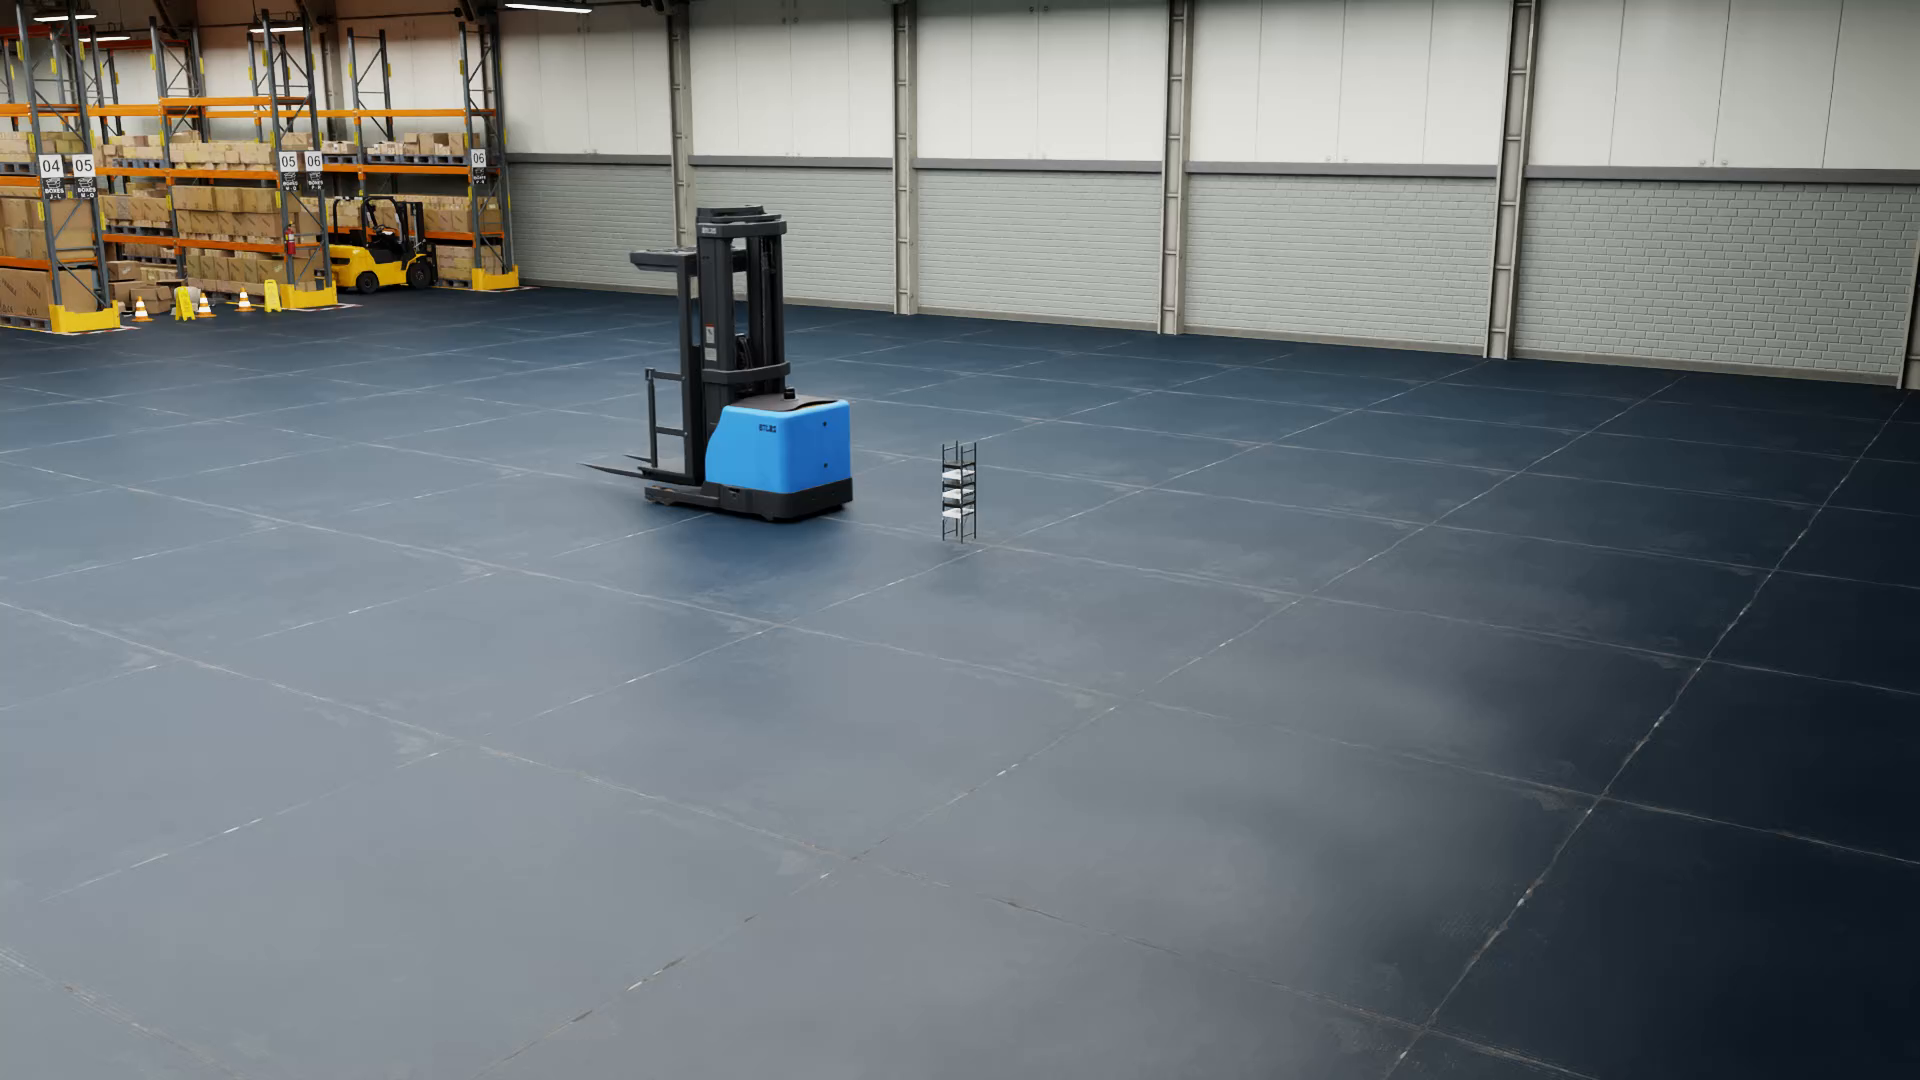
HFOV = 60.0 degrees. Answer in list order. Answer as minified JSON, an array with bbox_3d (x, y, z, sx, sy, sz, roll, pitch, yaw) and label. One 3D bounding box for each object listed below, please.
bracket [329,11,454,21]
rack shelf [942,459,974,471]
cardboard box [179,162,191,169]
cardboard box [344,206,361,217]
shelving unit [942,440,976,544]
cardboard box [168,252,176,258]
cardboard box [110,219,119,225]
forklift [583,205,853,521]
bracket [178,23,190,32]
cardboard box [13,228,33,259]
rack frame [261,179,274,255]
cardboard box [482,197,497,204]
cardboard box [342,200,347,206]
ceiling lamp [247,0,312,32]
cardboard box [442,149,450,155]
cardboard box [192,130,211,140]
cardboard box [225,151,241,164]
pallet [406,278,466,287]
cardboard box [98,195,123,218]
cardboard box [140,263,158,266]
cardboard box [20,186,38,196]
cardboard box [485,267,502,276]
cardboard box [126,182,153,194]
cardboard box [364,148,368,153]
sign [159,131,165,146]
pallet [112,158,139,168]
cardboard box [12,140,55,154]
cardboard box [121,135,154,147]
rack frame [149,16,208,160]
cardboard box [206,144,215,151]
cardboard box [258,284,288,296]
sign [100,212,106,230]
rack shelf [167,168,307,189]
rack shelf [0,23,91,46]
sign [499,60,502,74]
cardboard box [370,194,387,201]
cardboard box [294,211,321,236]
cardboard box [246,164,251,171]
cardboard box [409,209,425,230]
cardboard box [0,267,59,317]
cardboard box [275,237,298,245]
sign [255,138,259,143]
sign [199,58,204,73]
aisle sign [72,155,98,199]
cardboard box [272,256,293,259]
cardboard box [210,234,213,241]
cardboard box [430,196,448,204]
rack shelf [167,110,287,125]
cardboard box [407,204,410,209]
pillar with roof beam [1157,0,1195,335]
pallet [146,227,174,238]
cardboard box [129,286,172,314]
[{"bbox_3d":[-13.733,-12.671,40.219,4.783,0.066,0.076,9,17,33],"label":"bracket"},{"bbox_3d":[-0.007,-0.668,15.089,0.200,0.077,0.258,9,17,33],"label":"rack shelf"},{"bbox_3d":[-16.758,-8.151,36.216,0.250,0.149,0.380,9,17,33],"label":"cardboard box"},{"bbox_3d":[-14.847,-8.130,41.120,0.500,0.250,0.500,9,16,32],"label":"cardboard box"},{"bbox_3d":[-0.007,-0.438,15.146,0.210,0.900,0.258,9,17,33],"label":"shelving unit"},{"bbox_3d":[-21.562,-7.854,45.793,0.250,0.149,0.380,9,16,31],"label":"cardboard box"},{"bbox_3d":[-19.340,-7.344,38.324,0.250,0.149,0.380,10,17,36],"label":"cardboard box"},{"bbox_3d":[-2.563,-1.862,16.671,3.031,2.935,1.130,10,17,34],"label":"forklift"},{"bbox_3d":[-20.864,-13.824,44.875,0.430,0.232,0.235,9,17,33],"label":"bracket"},{"bbox_3d":[-17.226,-5.601,31.320,0.550,0.550,0.875,9,17,33],"label":"cardboard box"},{"bbox_3d":[-17.616,-8.481,43.269,0.127,3.000,1.000,9,17,33],"label":"rack frame"},{"bbox_3d":[-11.138,-8.004,39.163,0.250,0.149,0.380,9,16,32],"label":"cardboard box"},{"bbox_3d":[-15.103,-8.384,41.318,0.250,0.149,0.380,9,17,33],"label":"cardboard box"},{"bbox_3d":[-15.409,-13.234,37.834,2.000,3.185,0.800,9,17,33],"label":"ceiling lamp"},{"bbox_3d":[-11.835,-9.045,38.746,0.250,0.149,0.380,9,16,31],"label":"cardboard box"},{"bbox_3d":[-20.405,-10.893,44.730,0.258,0.266,0.396,9,17,33],"label":"cardboard box"},{"bbox_3d":[-15.170,-8.097,35.167,0.500,0.250,0.500,10,17,34],"label":"cardboard box"},{"bbox_3d":[-12.644,-6.313,40.312,1.213,0.211,1.003,9,17,33],"label":"pallet"},{"bbox_3d":[-19.703,-7.713,38.464,0.500,0.500,0.500,10,17,36],"label":"cardboard box"},{"bbox_3d":[-19.304,-6.244,38.827,0.625,0.372,0.950,9,16,32],"label":"cardboard box"},{"bbox_3d":[-22.213,-8.246,40.032,0.500,0.500,0.500,9,16,32],"label":"cardboard box"},{"bbox_3d":[-11.277,-6.382,39.638,0.500,0.250,0.500,9,17,33],"label":"cardboard box"},{"bbox_3d":[-22.784,-9.674,46.220,0.500,0.500,0.500,10,17,34],"label":"cardboard box"},{"bbox_3d":[-14.892,-9.684,41.327,0.250,0.149,0.380,9,17,33],"label":"cardboard box"},{"bbox_3d":[-17.371,-8.742,36.183,0.005,0.325,0.100,9,17,33],"label":"sign"},{"bbox_3d":[-18.380,-8.562,37.743,1.003,0.211,1.213,9,17,33],"label":"pallet"},{"bbox_3d":[-16.986,-7.208,30.492,0.500,0.250,0.500,9,17,34],"label":"cardboard box"},{"bbox_3d":[-18.476,-8.969,37.395,0.500,0.250,0.500,10,17,34],"label":"cardboard box"},{"bbox_3d":[-17.064,-9.867,36.381,0.127,3.000,1.000,9,17,33],"label":"rack frame"},{"bbox_3d":[-15.874,-8.405,35.581,0.250,0.149,0.380,9,16,32],"label":"cardboard box"},{"bbox_3d":[-14.586,-5.345,35.449,0.500,0.250,0.500,9,17,33],"label":"cardboard box"},{"bbox_3d":[-16.109,-5.986,31.223,0.005,0.325,0.100,9,17,33],"label":"sign"},{"bbox_3d":[-15.405,-7.793,35.744,4.000,0.370,1.077,9,17,33],"label":"rack shelf"},{"bbox_3d":[-22.043,-11.935,39.318,4.000,0.370,1.077,9,17,33],"label":"rack shelf"},{"bbox_3d":[-10.663,-10.961,38.526,0.005,0.325,0.100,9,17,33],"label":"sign"},{"bbox_3d":[-14.198,-8.351,40.564,0.250,0.149,0.380,10,17,34],"label":"cardboard box"},{"bbox_3d":[-13.984,-6.730,35.367,0.500,0.500,0.500,9,16,32],"label":"cardboard box"},{"bbox_3d":[-14.797,-7.861,35.043,0.250,0.149,0.380,9,17,33],"label":"cardboard box"},{"bbox_3d":[-12.807,-7.676,39.807,0.500,0.500,0.500,9,17,33],"label":"cardboard box"},{"bbox_3d":[-17.755,-4.785,31.887,0.875,0.875,0.875,9,16,32],"label":"cardboard box"},{"bbox_3d":[-14.175,-6.304,34.995,0.250,0.149,0.380,10,17,35],"label":"cardboard box"},{"bbox_3d":[-17.921,-10.080,42.410,0.005,0.325,0.100,9,17,33],"label":"sign"},{"bbox_3d":[-16.746,-10.464,36.686,0.005,0.325,0.100,9,17,33],"label":"sign"},{"bbox_3d":[-16.198,-6.730,30.784,0.004,0.787,0.394,9,17,33],"label":"aisle sign"},{"bbox_3d":[-14.717,-5.887,36.076,0.500,0.500,0.500,8,16,31],"label":"cardboard box"},{"bbox_3d":[-16.082,-6.604,36.207,0.250,0.149,0.380,9,17,33],"label":"cardboard box"},{"bbox_3d":[-12.290,-8.040,39.308,0.250,0.149,0.380,10,17,34],"label":"cardboard box"},{"bbox_3d":[-19.276,-11.118,43.766,4.000,0.370,1.077,9,17,33],"label":"rack shelf"},{"bbox_3d":[-13.134,-8.036,39.911,0.250,0.149,0.380,9,16,31],"label":"cardboard box"},{"bbox_3d":[1.480,-7.321,26.098,0.400,9.000,9.100,9,17,33],"label":"pillar with roof beam"},{"bbox_3d":[-17.617,-6.993,37.656,1.213,0.211,1.003,9,17,33],"label":"pallet"},{"bbox_3d":[-16.616,-4.937,34.147,0.637,0.503,0.797,-1,14,-6],"label":"cardboard box"}]
